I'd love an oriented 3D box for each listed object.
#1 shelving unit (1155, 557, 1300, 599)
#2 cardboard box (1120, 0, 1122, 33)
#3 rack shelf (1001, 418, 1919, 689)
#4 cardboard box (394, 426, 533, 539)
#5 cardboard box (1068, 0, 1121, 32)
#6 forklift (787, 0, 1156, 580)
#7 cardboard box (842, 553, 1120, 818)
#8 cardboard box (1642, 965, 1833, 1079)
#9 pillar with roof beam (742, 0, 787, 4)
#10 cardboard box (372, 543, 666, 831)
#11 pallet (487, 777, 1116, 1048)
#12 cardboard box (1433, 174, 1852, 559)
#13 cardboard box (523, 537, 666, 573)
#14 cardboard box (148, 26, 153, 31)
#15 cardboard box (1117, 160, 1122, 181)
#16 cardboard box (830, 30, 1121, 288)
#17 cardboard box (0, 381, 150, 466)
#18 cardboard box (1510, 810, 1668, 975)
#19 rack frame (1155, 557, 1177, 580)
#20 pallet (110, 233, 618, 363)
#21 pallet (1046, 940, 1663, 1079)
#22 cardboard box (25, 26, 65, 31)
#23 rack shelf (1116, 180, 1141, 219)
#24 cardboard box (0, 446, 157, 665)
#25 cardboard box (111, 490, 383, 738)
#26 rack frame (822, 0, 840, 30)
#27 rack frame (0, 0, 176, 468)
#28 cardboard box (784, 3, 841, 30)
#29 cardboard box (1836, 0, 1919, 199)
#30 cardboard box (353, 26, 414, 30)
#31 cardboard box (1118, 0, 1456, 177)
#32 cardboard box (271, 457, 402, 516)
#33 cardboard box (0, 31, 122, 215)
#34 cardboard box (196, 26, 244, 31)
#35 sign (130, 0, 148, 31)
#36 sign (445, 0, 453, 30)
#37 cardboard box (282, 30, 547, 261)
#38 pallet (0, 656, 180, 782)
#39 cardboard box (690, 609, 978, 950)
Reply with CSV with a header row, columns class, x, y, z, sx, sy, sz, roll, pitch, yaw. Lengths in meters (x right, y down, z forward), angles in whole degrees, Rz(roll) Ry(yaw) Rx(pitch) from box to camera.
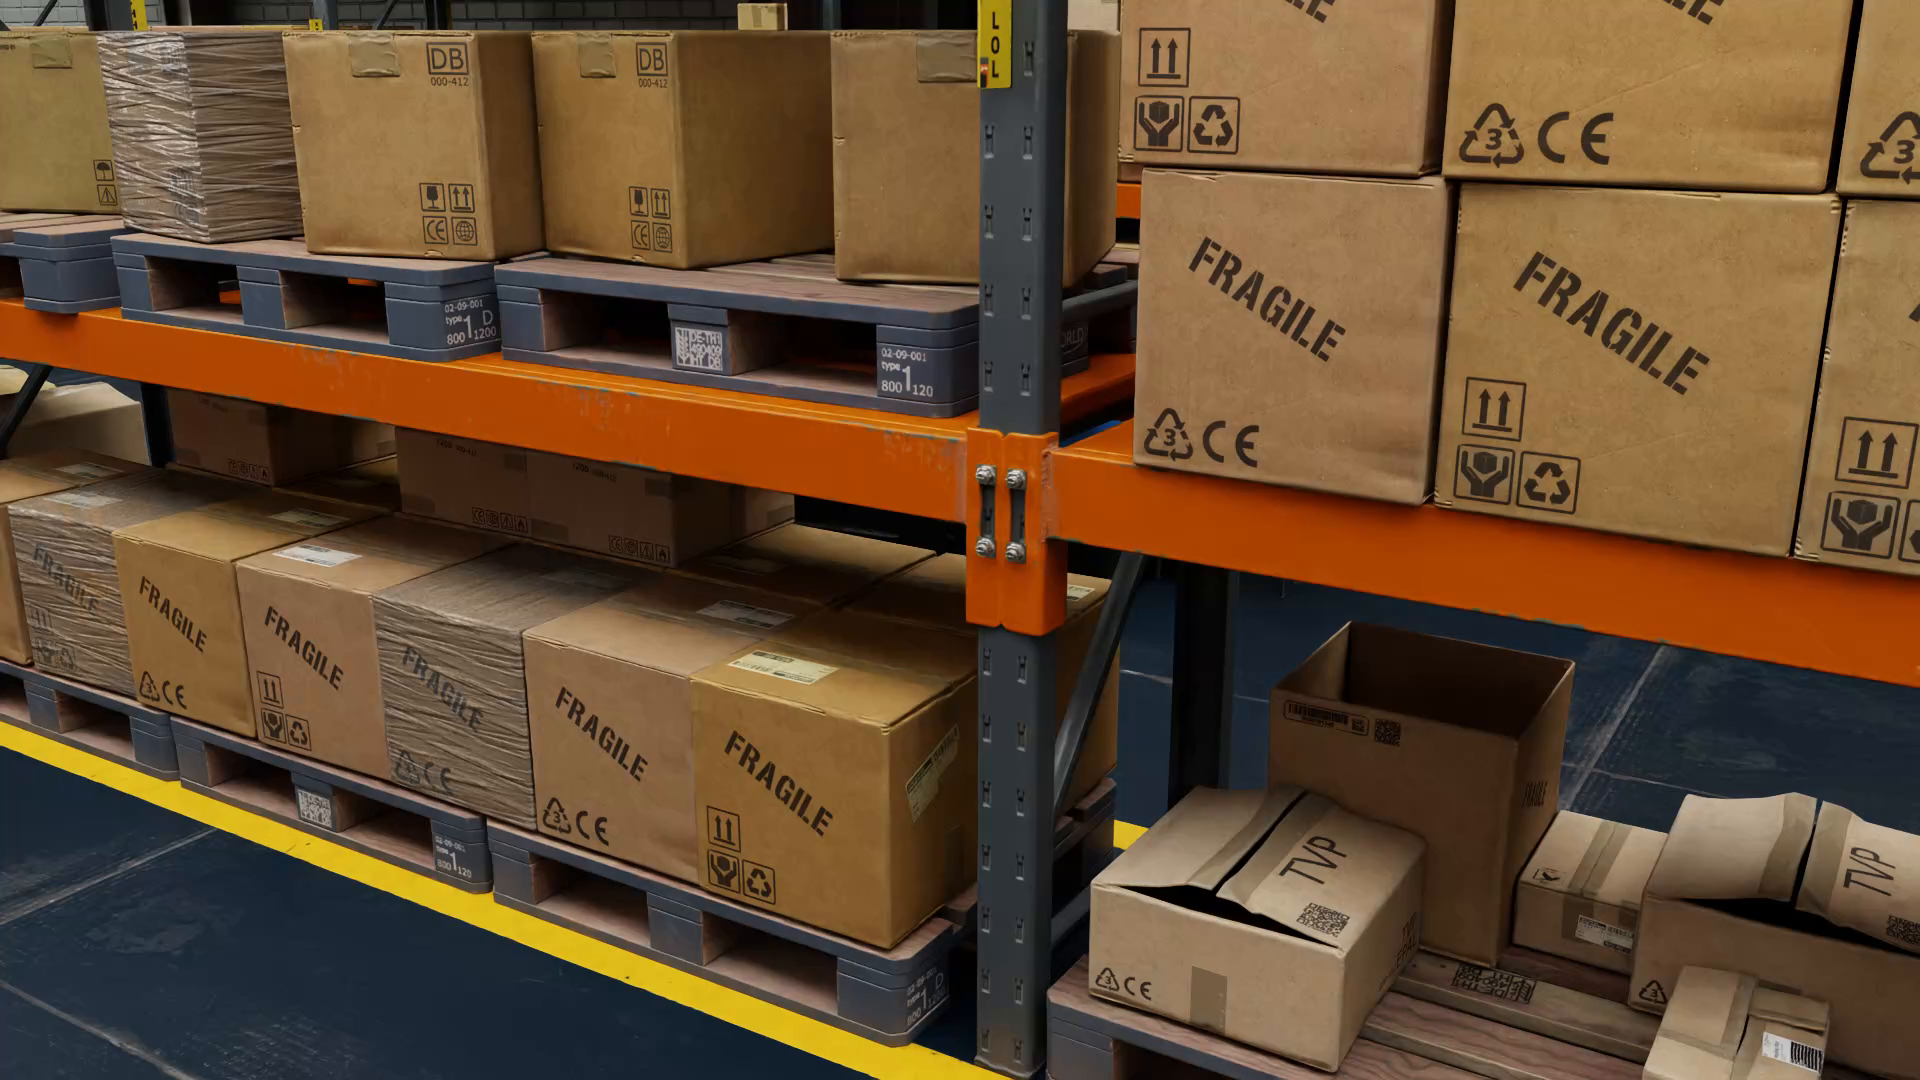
class,x,y,z,sx,sy,sz,roll,pitch,yaw
shelving unit,1.026,-0.419,6.197,0.503,1.200,0.258,9,19,26
cardboard box,1.102,-2.513,7.985,0.500,0.250,0.500,10,19,29
rack shelf,2.048,0.164,2.417,4.000,0.370,1.077,10,20,30
cardboard box,-1.220,-0.220,4.697,0.500,0.250,0.500,10,19,29
cardboard box,0.663,-2.589,8.235,0.500,0.250,0.500,10,20,30
forklift,-0.554,-1.486,6.731,3.031,2.935,1.130,9,19,26
cardboard box,0.059,0.367,4.054,0.500,0.500,0.500,9,19,28
cardboard box,1.331,0.908,2.850,0.250,0.166,0.380,10,20,30
pillar with roof beam,-3.383,-4.536,6.332,0.400,9.000,9.100,10,20,30
cardboard box,-1.070,0.344,4.133,0.500,0.500,0.500,10,20,31
pallet,-0.369,0.736,4.096,1.213,0.211,1.003,10,20,30
cardboard box,1.074,-0.310,2.568,0.500,0.500,0.500,11,20,31
cardboard box,-0.823,0.211,4.569,0.500,0.500,0.500,10,20,31
cardboard box,-5.744,-3.453,12.021,0.500,0.500,0.500,11,20,32
cardboard box,0.795,-1.913,8.416,0.250,0.149,0.380,10,20,31
cardboard box,0.057,-0.860,3.658,0.500,0.500,0.700,4,17,12
cardboard box,-3.357,-0.399,6.076,0.500,0.311,0.500,11,20,32
cardboard box,1.329,0.728,3.472,0.250,0.149,0.380,10,20,30
rack frame,0.810,-0.452,6.306,0.015,1.200,0.240,9,19,26
pallet,-1.405,-0.706,4.375,1.213,0.211,1.003,10,20,30
pallet,0.929,0.955,3.375,1.213,0.211,1.003,10,20,30
cardboard box,-6.627,-3.609,12.534,0.500,0.500,0.500,10,20,30
rack shelf,1.229,-1.672,8.461,4.000,0.370,1.077,10,20,30
cardboard box,-2.826,0.033,5.156,0.500,0.500,0.500,11,20,32
cardboard box,-1.952,0.189,4.643,0.500,0.500,0.500,10,19,29
rack frame,-0.475,-2.320,9.358,0.127,3.000,1.000,10,20,30
rack frame,-3.064,-1.093,5.317,0.127,3.000,1.000,10,20,30
cardboard box,-0.785,-2.934,9.333,0.250,0.149,0.380,7,18,23
cardboard box,1.476,-0.712,2.173,0.500,0.500,0.500,9,19,28
cardboard box,-4.175,-3.348,11.676,0.500,0.500,0.500,10,19,29
cardboard box,0.598,-0.869,2.689,0.500,0.500,0.500,11,20,31
cardboard box,-1.704,0.056,5.080,0.500,0.500,0.500,9,19,28
cardboard box,-2.469,-1.273,5.018,0.500,0.500,0.700,4,17,12
cardboard box,-4.877,-3.295,11.501,0.500,0.500,0.500,10,20,30
sign,-2.789,-1.745,5.608,0.005,0.325,0.100,10,20,30
sign,-3.596,-3.620,11.647,0.005,0.325,0.100,10,20,30
cardboard box,-1.194,-0.986,4.073,0.500,0.500,0.700,5,18,16
pallet,-2.448,0.365,5.318,1.213,0.211,1.003,10,20,30
cardboard box,-0.226,0.497,3.627,0.500,0.500,0.500,10,20,30
